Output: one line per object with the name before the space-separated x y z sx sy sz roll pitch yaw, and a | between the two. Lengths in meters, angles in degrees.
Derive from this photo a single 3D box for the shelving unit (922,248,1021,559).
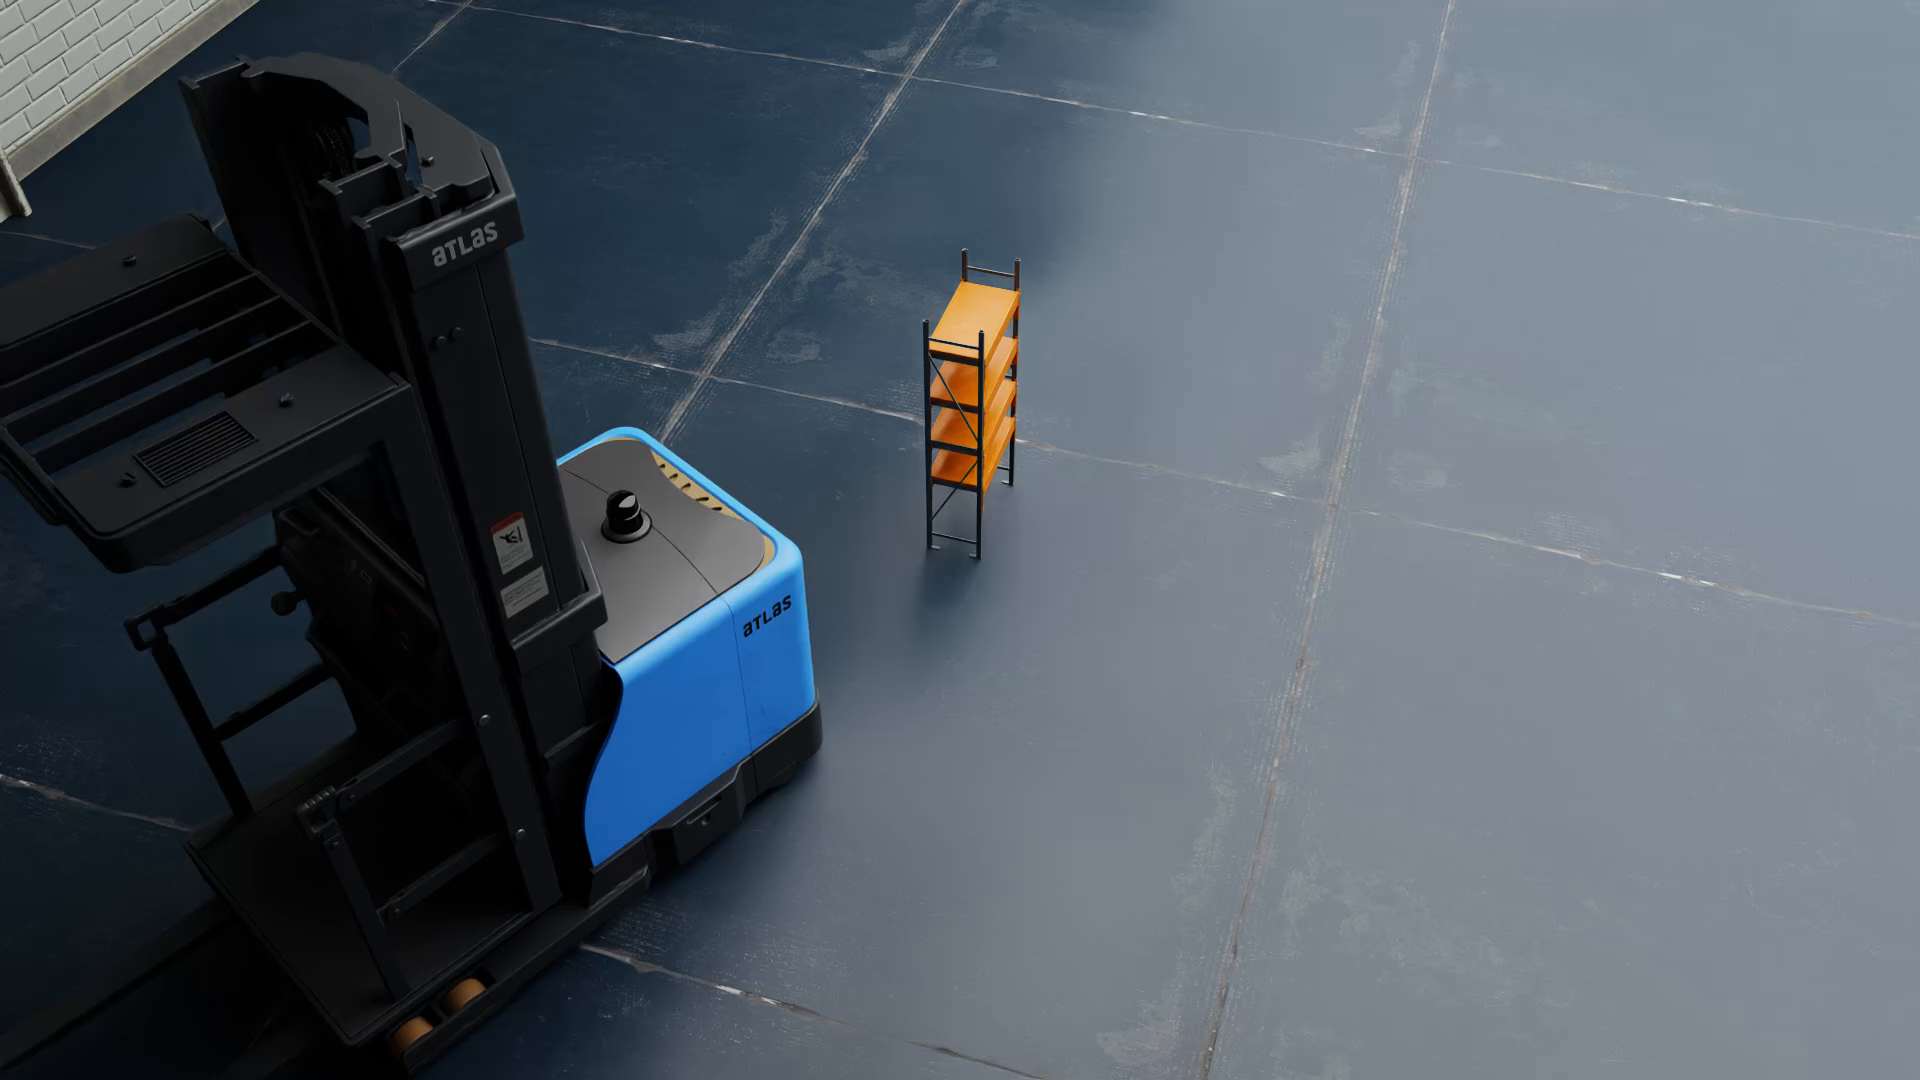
shelving unit | 0.050 -0.539 6.842 0.258 1.200 0.503 13 46 12

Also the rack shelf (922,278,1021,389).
rack shelf | 0.050 -0.820 6.567 0.258 0.148 0.480 13 46 12

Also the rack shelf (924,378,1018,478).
rack shelf | 0.050 -0.491 6.889 0.258 0.148 0.480 13 46 12

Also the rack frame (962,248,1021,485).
rack frame | 0.124 -0.702 7.008 0.240 1.200 0.015 13 46 12

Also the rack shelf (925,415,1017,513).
rack shelf | 0.050 -0.349 7.028 0.258 0.148 0.480 13 46 12

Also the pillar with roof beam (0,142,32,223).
pillar with roof beam | -1.097 -3.976 4.778 9.100 9.000 0.400 13 46 13

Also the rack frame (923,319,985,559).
rack frame | -0.024 -0.377 6.676 0.240 1.200 0.015 13 46 12

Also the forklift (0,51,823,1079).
forklift | -1.911 0.250 4.798 1.130 2.935 3.031 35 54 30

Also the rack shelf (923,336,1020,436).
rack shelf | 0.050 -0.651 6.733 0.258 0.148 0.480 13 46 12
